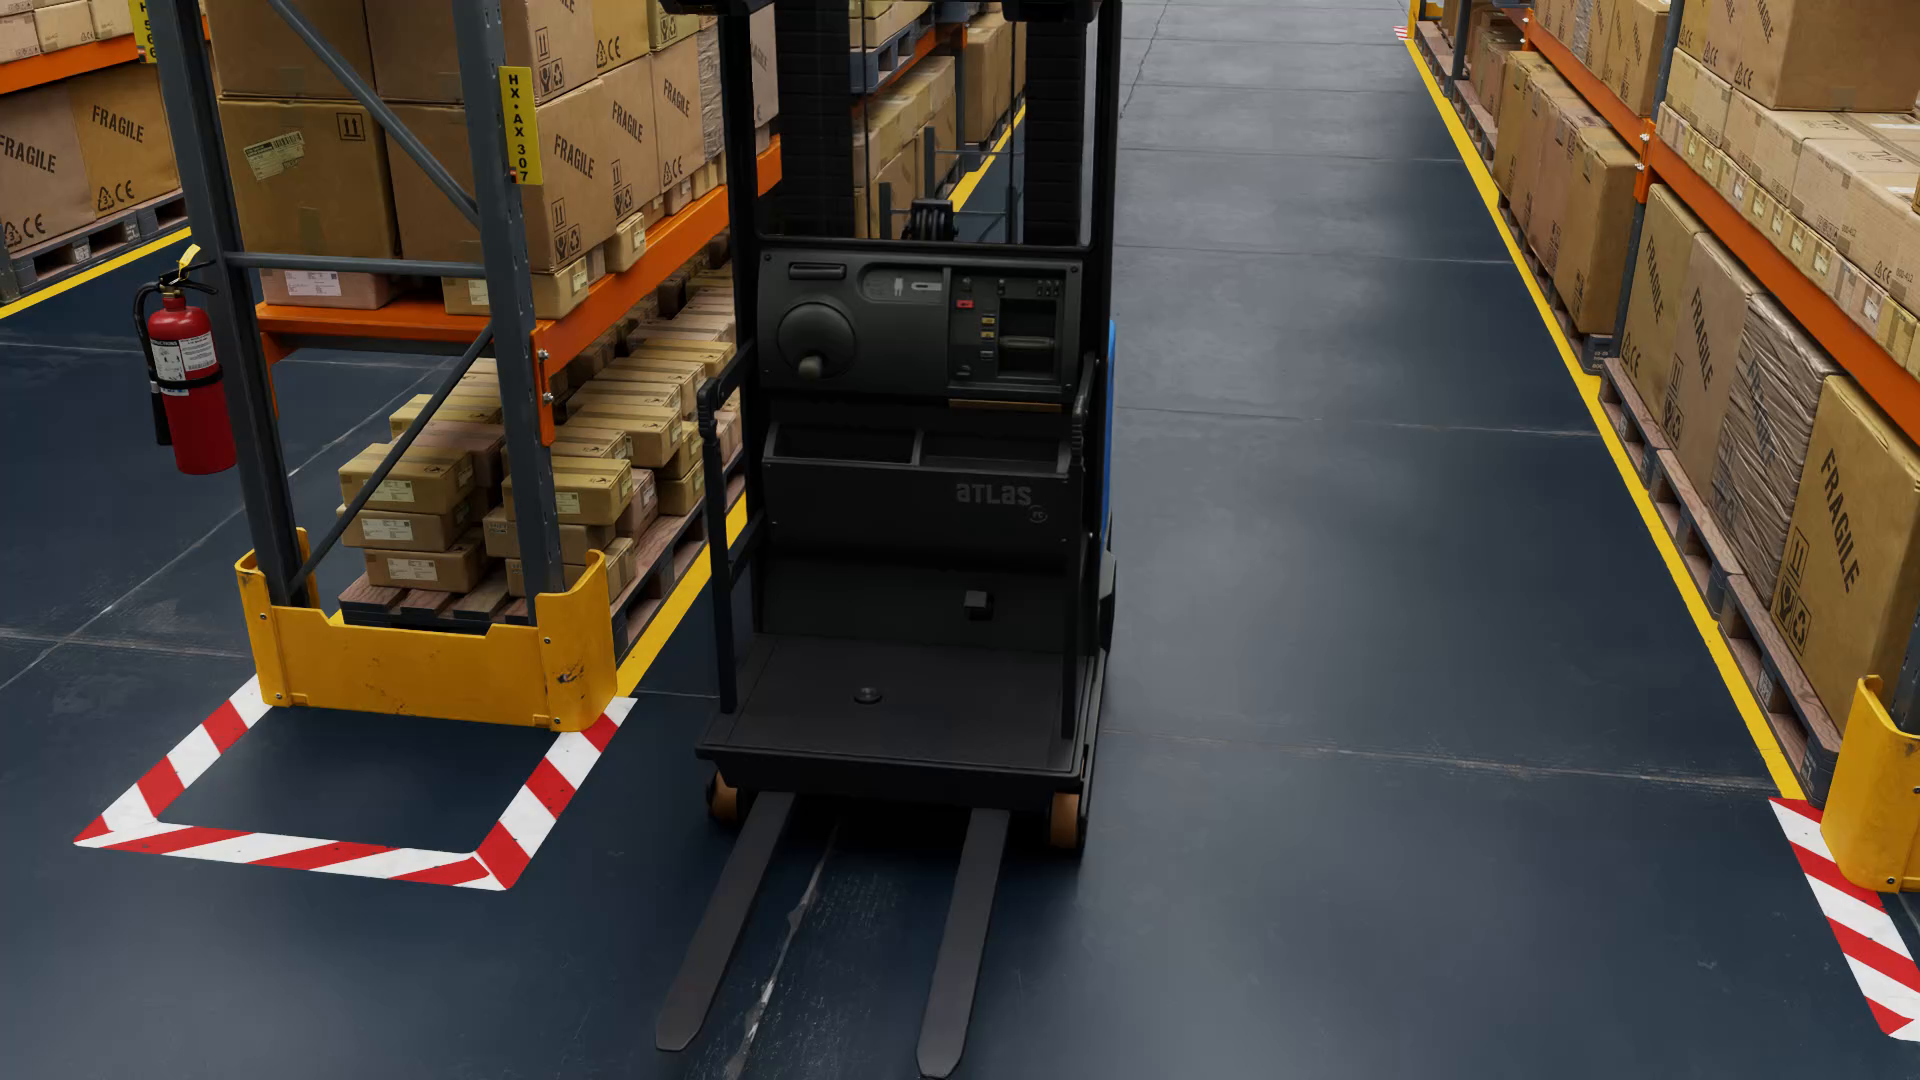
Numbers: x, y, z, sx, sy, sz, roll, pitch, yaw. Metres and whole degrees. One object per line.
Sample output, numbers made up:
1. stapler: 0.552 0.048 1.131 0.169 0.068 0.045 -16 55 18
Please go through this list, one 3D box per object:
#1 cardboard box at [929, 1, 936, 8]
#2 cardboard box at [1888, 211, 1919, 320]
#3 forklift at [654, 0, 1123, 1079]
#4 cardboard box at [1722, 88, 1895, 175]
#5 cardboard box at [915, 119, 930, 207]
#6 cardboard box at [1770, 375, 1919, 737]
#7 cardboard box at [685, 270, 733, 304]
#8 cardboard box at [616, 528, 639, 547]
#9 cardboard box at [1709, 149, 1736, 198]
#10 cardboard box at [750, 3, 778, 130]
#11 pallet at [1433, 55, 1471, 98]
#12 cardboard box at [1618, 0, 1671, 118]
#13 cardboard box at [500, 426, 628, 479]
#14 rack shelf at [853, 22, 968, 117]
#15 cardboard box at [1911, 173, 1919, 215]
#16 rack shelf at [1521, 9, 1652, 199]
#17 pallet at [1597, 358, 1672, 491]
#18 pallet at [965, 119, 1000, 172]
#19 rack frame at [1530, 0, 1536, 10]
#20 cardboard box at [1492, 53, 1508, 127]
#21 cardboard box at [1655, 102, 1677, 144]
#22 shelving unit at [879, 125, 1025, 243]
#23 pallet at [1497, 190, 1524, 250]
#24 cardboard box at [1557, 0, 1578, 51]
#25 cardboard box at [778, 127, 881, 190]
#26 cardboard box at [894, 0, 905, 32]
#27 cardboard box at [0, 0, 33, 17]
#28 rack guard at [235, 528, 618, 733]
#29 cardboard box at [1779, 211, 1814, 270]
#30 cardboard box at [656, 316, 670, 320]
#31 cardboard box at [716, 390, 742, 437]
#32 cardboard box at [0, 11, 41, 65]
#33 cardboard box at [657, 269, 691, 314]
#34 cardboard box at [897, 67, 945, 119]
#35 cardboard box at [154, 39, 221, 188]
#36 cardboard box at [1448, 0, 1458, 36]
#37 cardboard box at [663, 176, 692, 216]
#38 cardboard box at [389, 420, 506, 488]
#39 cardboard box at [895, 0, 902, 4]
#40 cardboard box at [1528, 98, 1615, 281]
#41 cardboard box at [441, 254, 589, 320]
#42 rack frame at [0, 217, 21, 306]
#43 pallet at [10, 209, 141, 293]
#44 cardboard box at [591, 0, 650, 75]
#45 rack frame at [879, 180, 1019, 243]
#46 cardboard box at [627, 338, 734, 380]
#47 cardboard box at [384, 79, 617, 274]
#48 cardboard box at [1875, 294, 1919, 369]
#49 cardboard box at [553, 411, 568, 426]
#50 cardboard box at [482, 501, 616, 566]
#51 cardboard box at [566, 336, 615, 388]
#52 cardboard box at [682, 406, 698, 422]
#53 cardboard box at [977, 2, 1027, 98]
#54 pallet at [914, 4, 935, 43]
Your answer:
1. cardboard box: -0.349 -3.342 10.152 0.380 0.149 0.250 3 25 6
2. cardboard box: 2.921 -0.710 4.555 0.500 0.250 0.500 4 25 8
3. forklift: -0.147 -0.590 4.552 1.130 2.935 3.031 3 25 7
4. cardboard box: 3.257 -1.559 6.368 0.500 0.250 0.500 5 25 10
5. cardboard box: -0.474 -2.480 10.962 0.500 0.500 0.500 3 25 6
6. cardboard box: 3.130 0.077 5.059 0.875 0.875 0.875 4 25 9
7. cardboard box: -1.076 -1.165 7.867 0.380 0.149 0.250 5 26 10
8. cardboard box: -1.409 -0.019 6.120 0.380 0.149 0.250 4 25 8
9. cardboard box: 3.213 -1.443 6.592 0.380 0.149 0.250 4 25 8
10. cardboard box: -1.088 -2.014 7.046 0.500 0.500 0.500 4 25 8
11. pallet: 5.140 -4.461 16.032 1.003 0.211 1.213 4 25 9
12. cardboard box: 3.565 -2.355 8.125 0.500 0.500 0.500 4 25 9
13. cardboard box: -1.426 -0.296 6.009 0.380 0.149 0.250 4 25 9
14. rack shelf: -0.792 -2.992 10.452 1.077 0.370 4.000 4 25 9
15. cardboard box: 2.924 -1.051 4.398 0.500 0.500 0.500 4 25 9
16. rack shelf: 4.084 -2.606 9.627 1.077 0.370 4.000 4 25 9
17. pallet: 3.556 -0.520 7.611 1.003 0.211 1.213 4 25 9
18. pallet: -0.262 -3.216 13.371 1.003 0.211 1.213 4 25 9
19. rack frame: 4.411 -3.768 11.262 1.000 3.000 0.127 4 25 9
20. cardboard box: 4.665 -3.587 13.305 0.700 0.500 0.500 6 26 13
21. cardboard box: 3.381 -1.881 7.526 0.380 0.149 0.250 4 25 9
22. shelving unit: 0.031 -0.804 6.699 0.538 1.500 1.048 3 25 7
23. pallet: 4.208 -2.181 11.160 1.003 0.211 1.213 4 25 9
24. cardboard box: 3.901 -3.199 9.927 0.500 0.500 0.500 4 25 8
25. cardboard box: -0.738 -2.169 9.415 0.500 0.250 0.500 3 25 6
26. cardboard box: -0.517 -2.911 9.232 0.380 0.149 0.250 4 25 9
27. cardboard box: -5.669 -3.105 9.432 0.500 0.250 0.500 3 25 7
28. rack guard: -1.760 0.292 5.536 1.175 0.500 0.348 4 25 9
29. cardboard box: 3.045 -1.016 5.678 0.380 0.149 0.250 4 25 9
30. cardboard box: -1.566 -0.943 7.742 0.380 0.149 0.250 5 26 11
31. cardboard box: -1.132 -0.552 7.258 0.380 0.149 0.250 4 25 9
32. cardboard box: -5.687 -2.880 9.540 0.500 0.250 0.500 3 25 7
33. cardboard box: -1.496 -1.189 7.917 0.380 0.149 0.250 3 25 7
34. cardboard box: -0.390 -3.035 11.265 0.500 0.250 0.500 4 25 9
35. cardboard box: -5.710 -3.027 11.689 0.875 0.875 0.875 4 25 9
36. cardboard box: 5.536 -5.660 17.756 0.500 0.500 0.500 11 27 22
37. cardboard box: -1.255 -1.356 6.405 0.380 0.149 0.250 4 25 7
38. cardboard box: -1.839 -0.317 6.054 0.380 0.149 0.250 5 25 10
39. cardboard box: -0.519 -3.042 9.160 0.380 0.149 0.250 5 25 10
40. cardboard box: 3.988 -1.966 9.422 1.225 0.875 0.875 3 25 7
41. cardboard box: -1.397 -0.807 5.232 0.380 0.149 0.250 4 25 8
42. rack frame: -6.019 -2.782 9.155 1.000 3.000 0.127 4 25 9
43. pallet: -5.967 -1.847 10.446 1.003 0.211 1.213 4 25 9
44. cardboard box: -1.361 -1.822 5.456 0.500 0.500 0.500 5 26 10
45. rack frame: -0.040 -0.591 6.243 0.500 1.500 0.032 3 25 7
46. cardboard box: -1.156 -0.724 6.924 0.380 0.149 0.250 4 25 9
47. cardboard box: -1.427 -1.157 5.214 0.500 0.500 0.500 5 26 11
48. cardboard box: 2.878 -0.589 4.766 0.380 0.149 0.250 4 25 9
49. cardboard box: -1.740 -0.405 6.594 0.380 0.149 0.250 4 25 8
50. cardboard box: -1.434 -0.043 5.821 0.380 0.149 0.250 5 26 11
51. cardboard box: -1.675 -0.756 6.993 0.380 0.149 0.250 3 25 7
52. cardboard box: -1.282 -0.480 6.753 0.380 0.149 0.250 3 25 6
53. cardboard box: 0.014 -4.329 14.619 1.050 0.750 0.750 4 25 9
54. pallet: -0.749 -3.236 10.352 1.003 0.211 1.213 4 25 9
